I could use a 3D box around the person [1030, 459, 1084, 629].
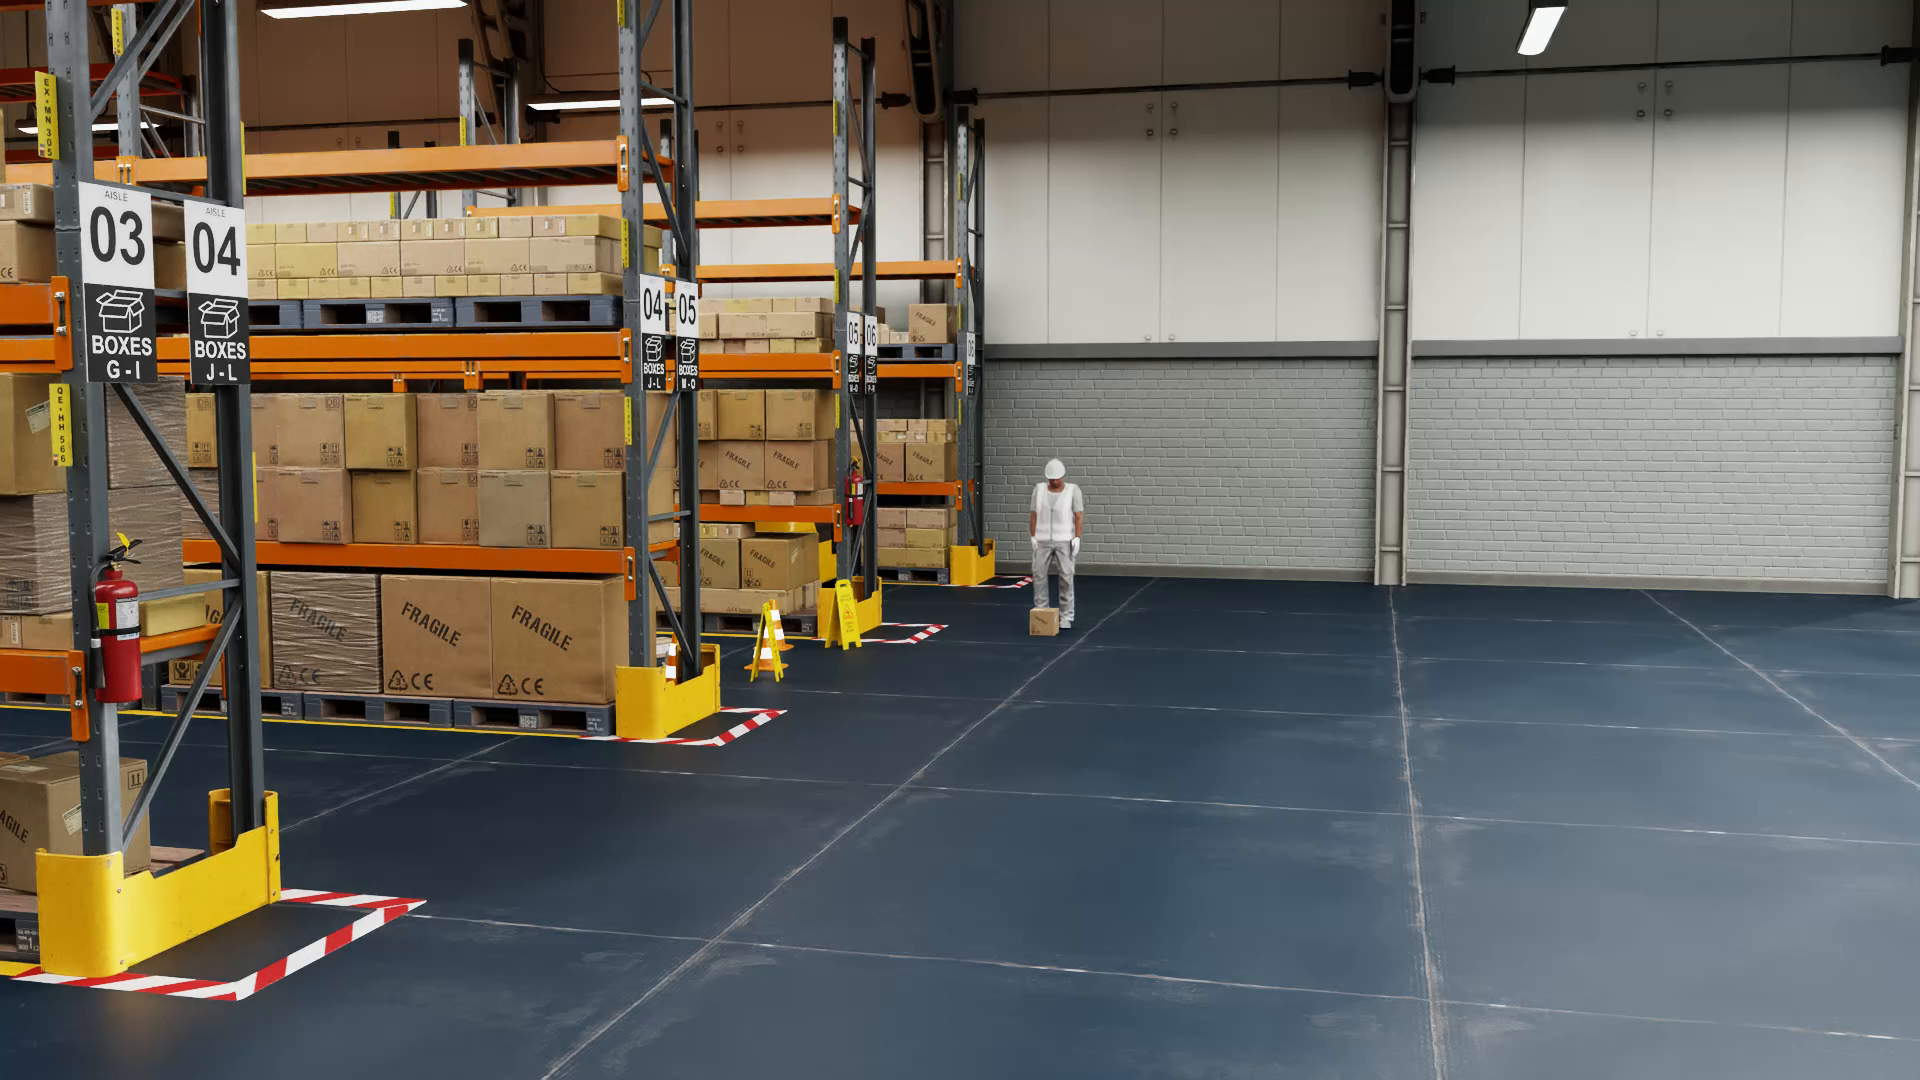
[{"bbox_3d":[0.989,0.037,17.124,0.566,1.748,0.427,1,5,16],"label":"person"}]
